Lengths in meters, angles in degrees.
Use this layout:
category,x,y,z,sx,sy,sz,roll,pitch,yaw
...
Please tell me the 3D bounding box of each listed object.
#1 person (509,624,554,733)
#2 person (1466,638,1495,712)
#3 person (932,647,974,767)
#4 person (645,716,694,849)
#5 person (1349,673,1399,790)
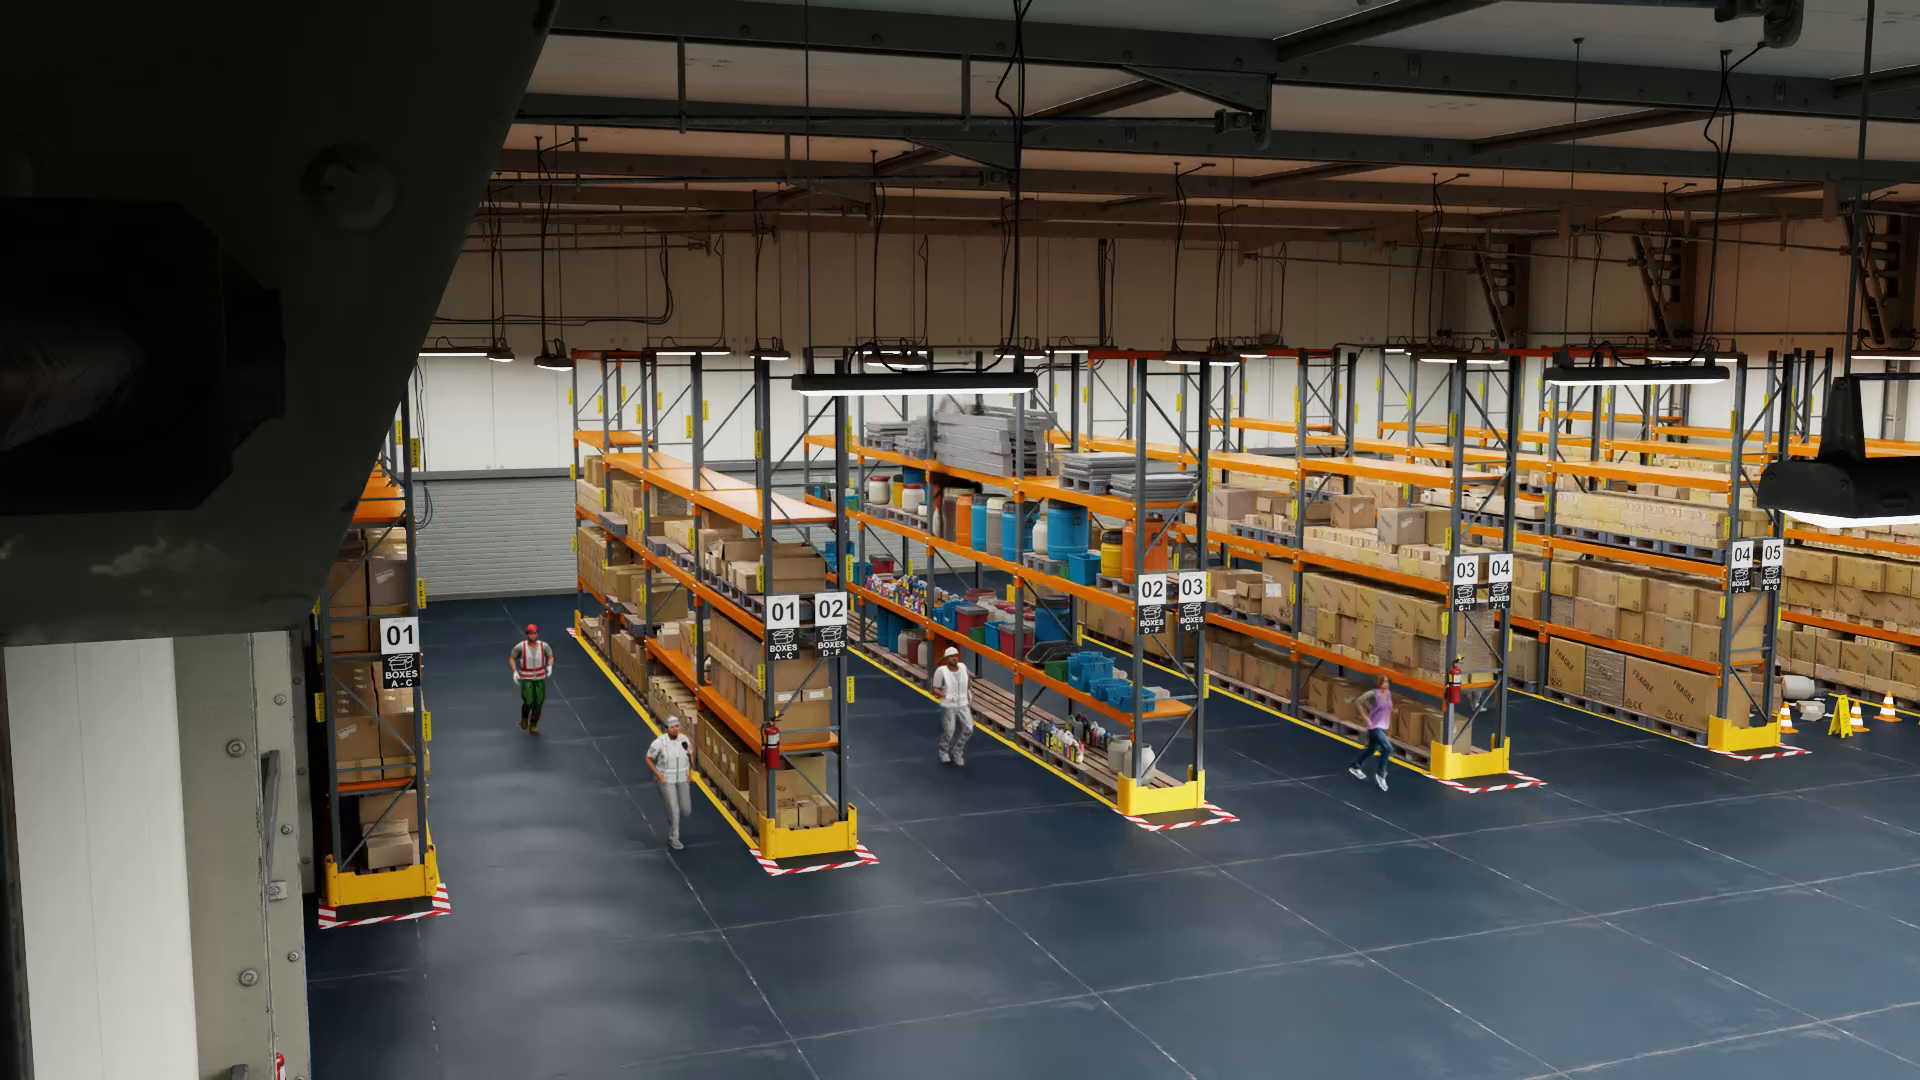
category,x,y,z,sx,sy,sz,roll,pitch,yaw
person,-6.735,2.198,26.296,0.668,1.749,0.583,-4,8,-27
person,8.683,2.016,27.897,0.696,1.717,0.605,-5,8,-33
person,-0.080,2.441,24.323,0.682,1.776,0.666,-3,8,-25
person,-3.585,2.971,20.620,0.625,1.629,0.572,-4,8,-31
person,5.817,2.656,23.335,0.516,1.623,0.753,-7,10,-44
